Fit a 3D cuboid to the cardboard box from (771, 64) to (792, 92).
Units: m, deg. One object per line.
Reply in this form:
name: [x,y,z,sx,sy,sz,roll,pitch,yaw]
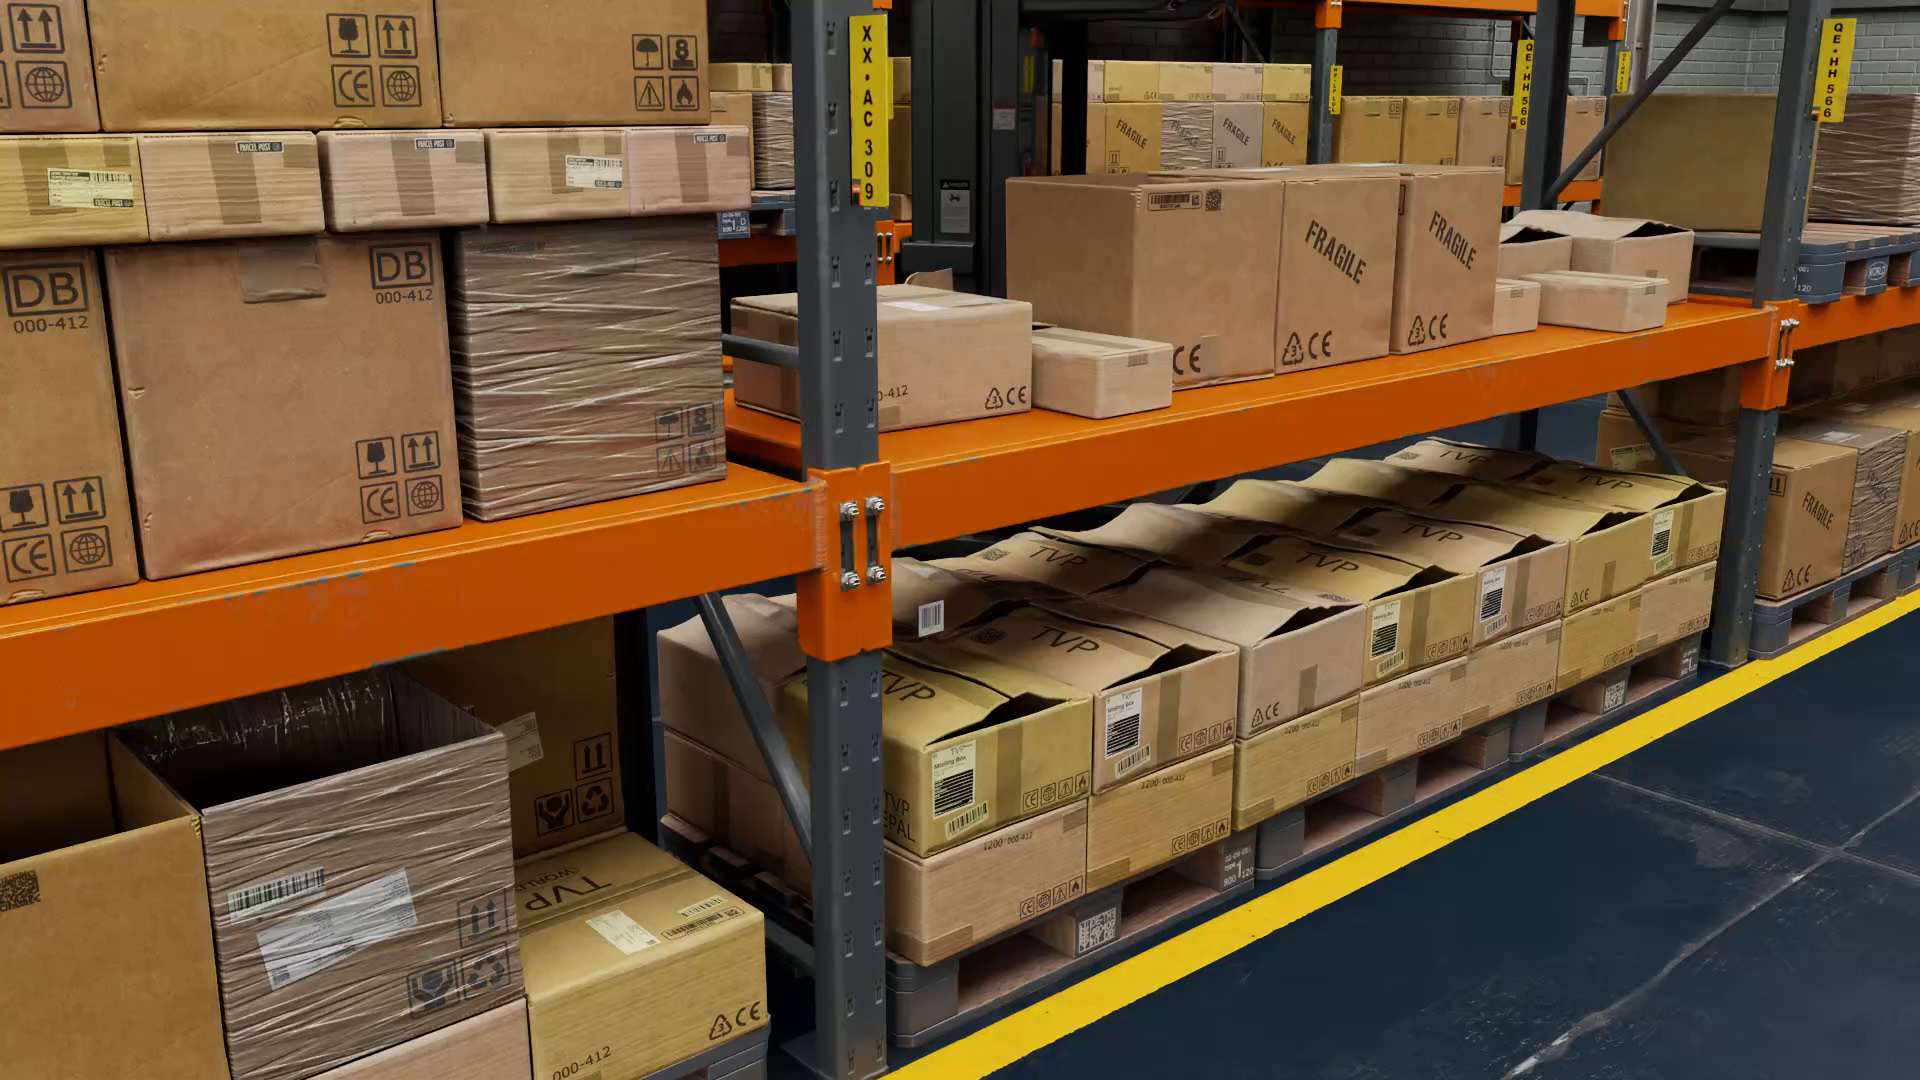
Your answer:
cardboard box: [-1.003,-2.557,9.209,0.380,0.149,0.250,13,20,40]

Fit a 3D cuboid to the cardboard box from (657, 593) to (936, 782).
cardboard box: [-0.408,0.324,4.152,0.500,0.311,0.500,-13,19,-39]

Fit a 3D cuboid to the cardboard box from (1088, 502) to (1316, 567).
cardboard box: [0.740,0.066,5.117,0.500,0.311,0.500,-13,20,-40]

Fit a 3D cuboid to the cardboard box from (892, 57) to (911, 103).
cardboard box: [-0.229,-2.643,9.570,0.500,0.250,0.500,-12,19,-38]

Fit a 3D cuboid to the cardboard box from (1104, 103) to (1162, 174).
cardboard box: [0.936,-2.542,10.646,0.500,0.500,0.500,-12,19,-38]

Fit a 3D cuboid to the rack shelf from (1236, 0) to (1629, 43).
rack shelf: [3.764,-4.166,13.114,4.000,0.370,1.077,-13,19,-39]

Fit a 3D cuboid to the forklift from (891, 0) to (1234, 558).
forklift: [0.595,-1.363,7.172,3.031,2.935,1.130,5,16,18]

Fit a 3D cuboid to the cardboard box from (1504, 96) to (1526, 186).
cardboard box: [4.353,-3.334,13.837,0.700,0.700,0.980,-13,20,-40]

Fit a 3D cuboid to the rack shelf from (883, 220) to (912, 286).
rack shelf: [0.746,-2.039,10.964,4.000,0.370,1.077,-13,19,-39]

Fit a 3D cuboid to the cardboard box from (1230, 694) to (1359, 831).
cardboard box: [0.717,0.525,4.488,0.500,0.250,0.500,-13,20,-41]

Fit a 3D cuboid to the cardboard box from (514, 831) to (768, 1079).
cardboard box: [-0.732,0.841,3.305,0.500,0.250,0.500,-13,19,-39]

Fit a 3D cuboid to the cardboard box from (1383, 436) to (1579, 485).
cardboard box: [1.904,-0.198,6.105,0.500,0.311,0.500,-12,19,-38]

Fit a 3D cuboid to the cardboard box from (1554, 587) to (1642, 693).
cardboard box: [1.869,0.266,5.454,0.500,0.250,0.500,-13,20,-40]

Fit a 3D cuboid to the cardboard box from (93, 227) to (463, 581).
cardboard box: [-1.250,-0.287,2.820,0.500,0.500,0.700,-13,20,-40]

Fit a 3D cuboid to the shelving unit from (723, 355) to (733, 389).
shelving unit: [-0.995,-0.401,7.218,0.215,1.050,0.252,-5,16,-17]

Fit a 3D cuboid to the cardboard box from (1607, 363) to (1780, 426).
cardboard box: [3.083,-0.665,6.967,0.500,0.250,0.500,-12,19,-37]

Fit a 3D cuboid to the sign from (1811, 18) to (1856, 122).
sign: [2.859,-1.536,5.443,0.005,0.325,0.100,-13,19,-39]

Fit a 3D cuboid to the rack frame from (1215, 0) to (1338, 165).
rack frame: [2.255,-2.725,12.140,0.127,3.000,1.000,-13,19,-39]

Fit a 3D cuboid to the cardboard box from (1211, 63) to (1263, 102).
cardboard box: [1.678,-3.075,11.189,0.500,0.250,0.500,-12,19,-38]

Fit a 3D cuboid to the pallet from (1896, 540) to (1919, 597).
pallet: [4.000,-0.061,7.570,1.213,0.211,1.003,-13,19,-39]

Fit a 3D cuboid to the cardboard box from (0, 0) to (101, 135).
cardboard box: [-1.615,-0.834,2.353,0.500,0.500,0.700,-13,20,-39]

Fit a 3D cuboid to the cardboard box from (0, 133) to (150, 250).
cardboard box: [-1.359,-0.508,2.389,0.250,0.149,0.380,-13,20,-40]

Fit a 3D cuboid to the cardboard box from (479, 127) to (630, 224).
cardboard box: [-0.778,-0.639,2.877,0.250,0.149,0.380,-13,20,-41]

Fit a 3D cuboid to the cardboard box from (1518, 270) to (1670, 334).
cardboard box: [1.995,-0.756,5.255,0.250,0.149,0.380,-13,19,-39]

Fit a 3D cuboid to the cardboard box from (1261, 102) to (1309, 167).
cardboard box: [2.072,-2.800,11.609,0.500,0.500,0.500,-13,20,-40]

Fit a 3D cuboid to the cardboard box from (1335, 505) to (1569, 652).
cardboard box: [1.488,0.082,5.059,0.500,0.311,0.500,-13,20,-40]

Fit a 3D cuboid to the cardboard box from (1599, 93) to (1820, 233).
cardboard box: [2.893,-1.464,6.409,0.700,0.500,0.500,8,17,28]

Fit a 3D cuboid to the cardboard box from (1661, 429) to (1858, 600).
cardboard box: [3.023,-0.110,6.341,0.500,0.500,0.500,-12,19,-37]

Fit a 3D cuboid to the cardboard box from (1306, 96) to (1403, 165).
cardboard box: [2.675,-2.959,12.433,0.700,0.700,0.980,-12,19,-39]

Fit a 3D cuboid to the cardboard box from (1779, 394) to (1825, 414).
cardboard box: [3.434,-0.380,7.353,0.500,0.500,0.500,-14,20,-41]

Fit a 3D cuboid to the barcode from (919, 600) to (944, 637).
barcode: [-0.060,0.163,3.458,0.075,0.075,0.001,-13,19,-39]

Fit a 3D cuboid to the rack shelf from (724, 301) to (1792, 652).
rack shelf: [0.983,-0.397,4.819,4.000,0.370,1.077,-13,19,-39]

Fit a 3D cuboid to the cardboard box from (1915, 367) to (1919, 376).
cardboard box: [4.589,-0.639,8.322,0.500,0.500,0.500,-12,19,-39]

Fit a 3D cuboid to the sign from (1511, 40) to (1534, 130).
sign: [2.129,-1.709,6.245,0.005,0.325,0.100,-13,19,-39]

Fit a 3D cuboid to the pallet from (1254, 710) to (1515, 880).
pallet: [0.925,0.601,5.091,1.213,0.211,1.003,-13,19,-39]

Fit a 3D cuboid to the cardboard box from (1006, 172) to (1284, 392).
cardboard box: [0.462,-0.671,4.254,0.500,0.500,0.500,-11,18,-35]

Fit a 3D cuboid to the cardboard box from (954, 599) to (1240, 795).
cardboard box: [0.331,0.343,4.080,0.500,0.311,0.500,-13,20,-40]

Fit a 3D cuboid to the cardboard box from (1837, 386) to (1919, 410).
cardboard box: [4.186,-0.373,7.326,0.500,0.500,0.500,-14,20,-41]

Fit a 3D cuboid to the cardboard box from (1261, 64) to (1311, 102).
cardboard box: [2.070,-3.160,11.506,0.500,0.250,0.500,-12,19,-38]

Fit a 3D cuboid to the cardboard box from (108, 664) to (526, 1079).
cardboard box: [-1.117,0.561,2.900,0.500,0.500,0.500,-13,19,-39]

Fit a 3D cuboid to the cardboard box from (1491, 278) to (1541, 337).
cardboard box: [1.567,-0.735,5.177,0.250,0.149,0.380,-11,18,-35]

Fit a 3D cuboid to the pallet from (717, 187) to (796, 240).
pallet: [-1.230,-1.813,9.098,1.003,0.211,1.213,-13,19,-39]

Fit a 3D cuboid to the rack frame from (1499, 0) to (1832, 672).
rack frame: [2.492,-1.084,5.995,0.127,3.000,1.000,-13,19,-39]

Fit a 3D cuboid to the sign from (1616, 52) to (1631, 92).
sign: [5.618,-3.969,14.092,0.005,0.325,0.100,-13,19,-39]
